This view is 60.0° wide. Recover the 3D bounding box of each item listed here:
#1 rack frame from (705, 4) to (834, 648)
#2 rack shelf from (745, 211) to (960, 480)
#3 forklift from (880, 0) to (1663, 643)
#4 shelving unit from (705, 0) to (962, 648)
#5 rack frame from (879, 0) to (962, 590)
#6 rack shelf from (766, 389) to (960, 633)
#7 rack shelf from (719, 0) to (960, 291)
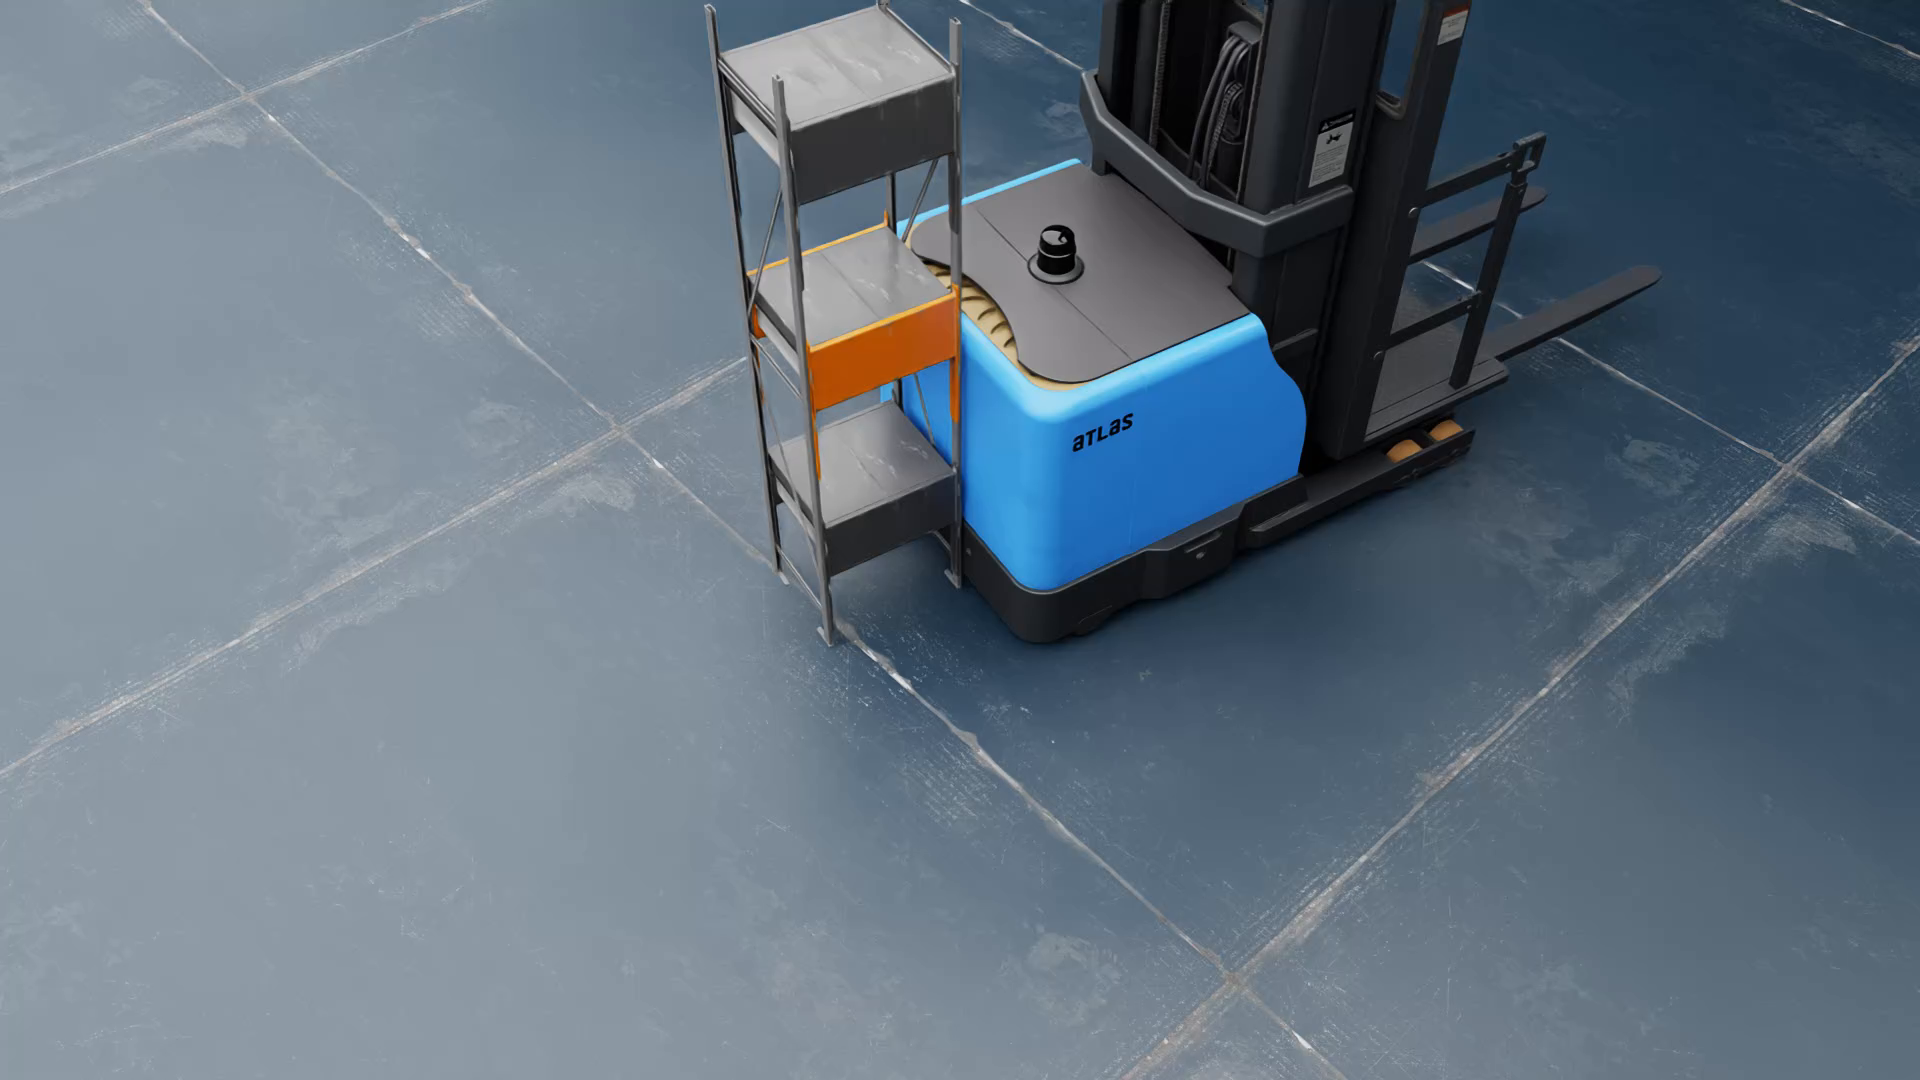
[{"bbox_3d":[-0.522,-0.487,4.770,0.015,2.100,0.400,-24,52,-21],"label":"rack frame"},{"bbox_3d":[-0.314,-0.571,4.866,0.480,0.518,0.431,-24,52,-21],"label":"rack shelf"},{"bbox_3d":[1.240,-1.494,5.134,3.031,2.935,1.130,-24,52,-21],"label":"forklift"},{"bbox_3d":[-0.314,-0.580,4.856,0.503,2.100,0.431,-24,52,-21],"label":"shelving unit"},{"bbox_3d":[-0.105,-0.673,4.942,0.015,2.100,0.400,-24,52,-21],"label":"rack frame"},{"bbox_3d":[-0.314,-0.096,5.381,0.480,0.518,0.431,-24,52,-21],"label":"rack shelf"},{"bbox_3d":[-0.314,-1.045,4.352,0.480,0.518,0.431,-24,52,-21],"label":"rack shelf"}]
